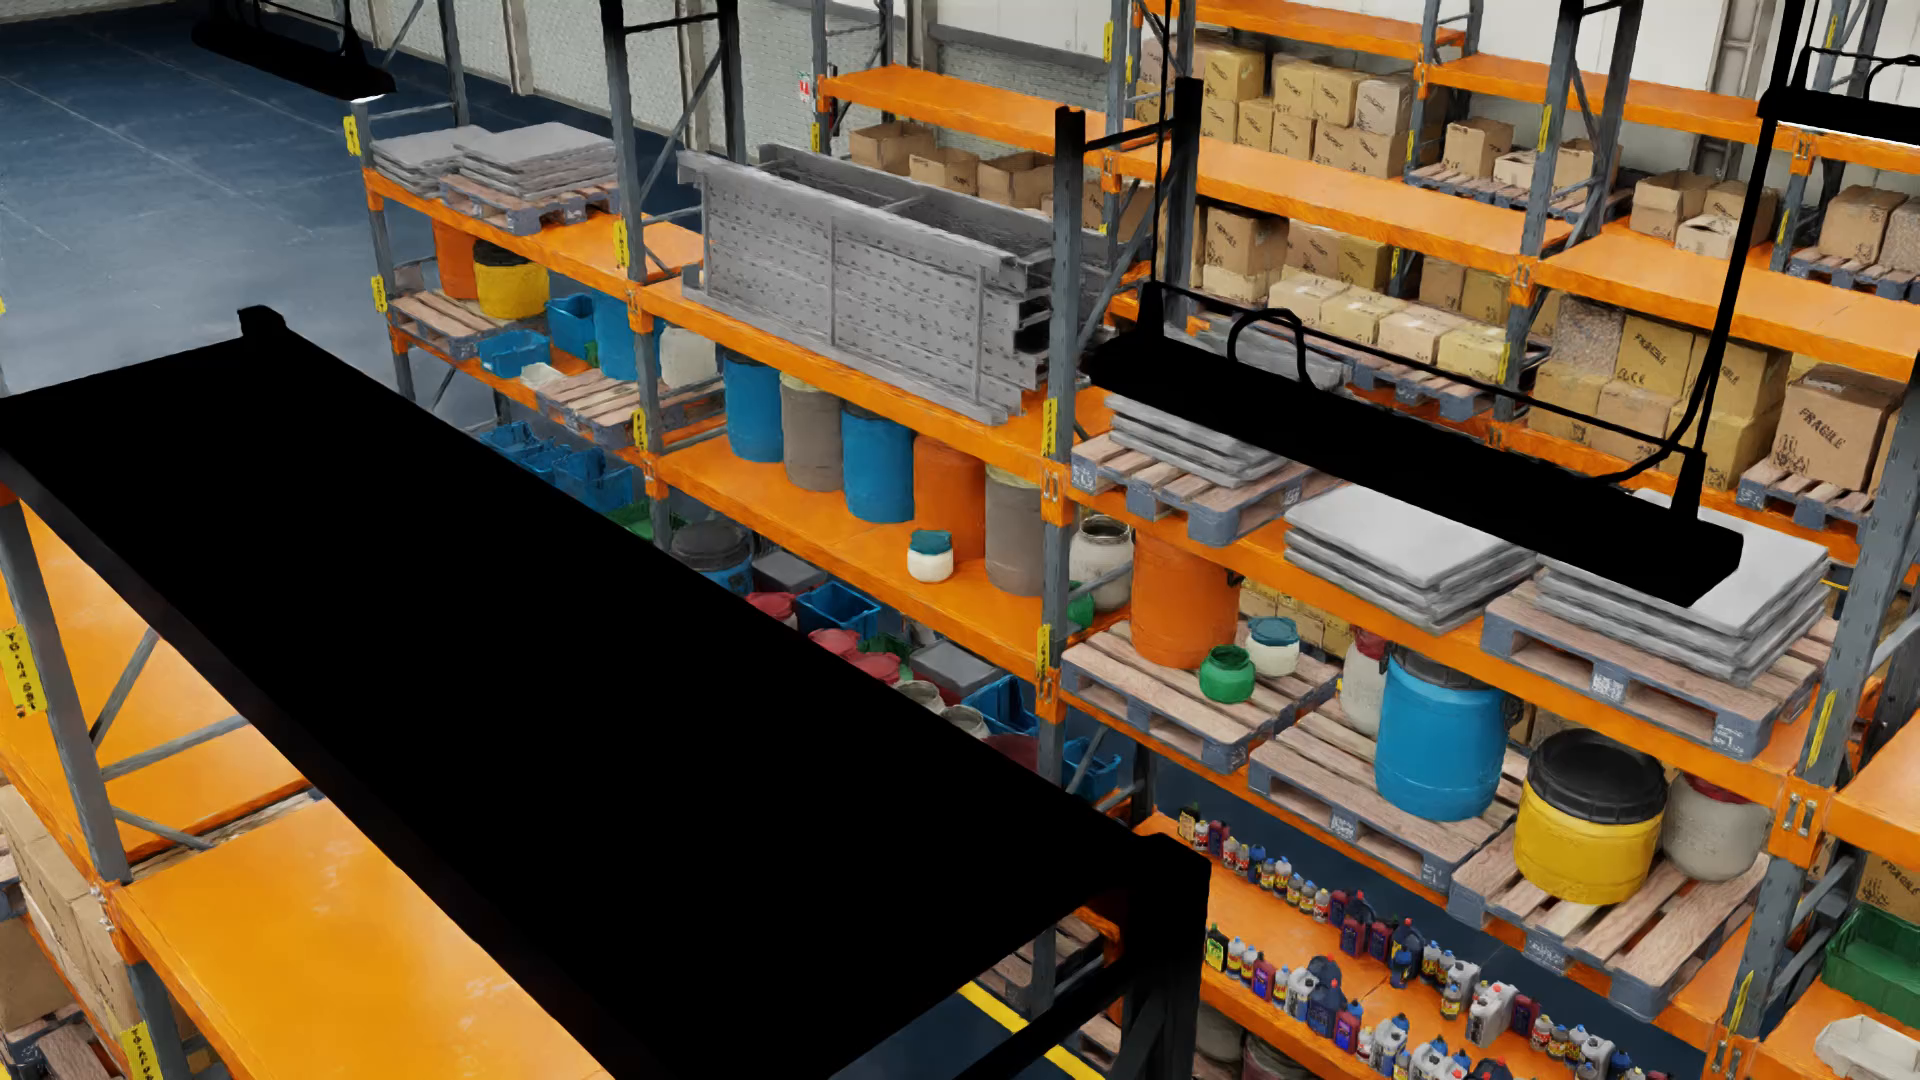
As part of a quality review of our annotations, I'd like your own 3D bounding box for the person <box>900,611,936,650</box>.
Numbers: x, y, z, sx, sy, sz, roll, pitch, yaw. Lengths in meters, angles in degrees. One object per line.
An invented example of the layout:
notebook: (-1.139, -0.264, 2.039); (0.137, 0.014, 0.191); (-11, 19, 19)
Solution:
person: (-0.334, 0.685, 14.078); (1.041, 1.394, 0.413); (24, 37, 38)
